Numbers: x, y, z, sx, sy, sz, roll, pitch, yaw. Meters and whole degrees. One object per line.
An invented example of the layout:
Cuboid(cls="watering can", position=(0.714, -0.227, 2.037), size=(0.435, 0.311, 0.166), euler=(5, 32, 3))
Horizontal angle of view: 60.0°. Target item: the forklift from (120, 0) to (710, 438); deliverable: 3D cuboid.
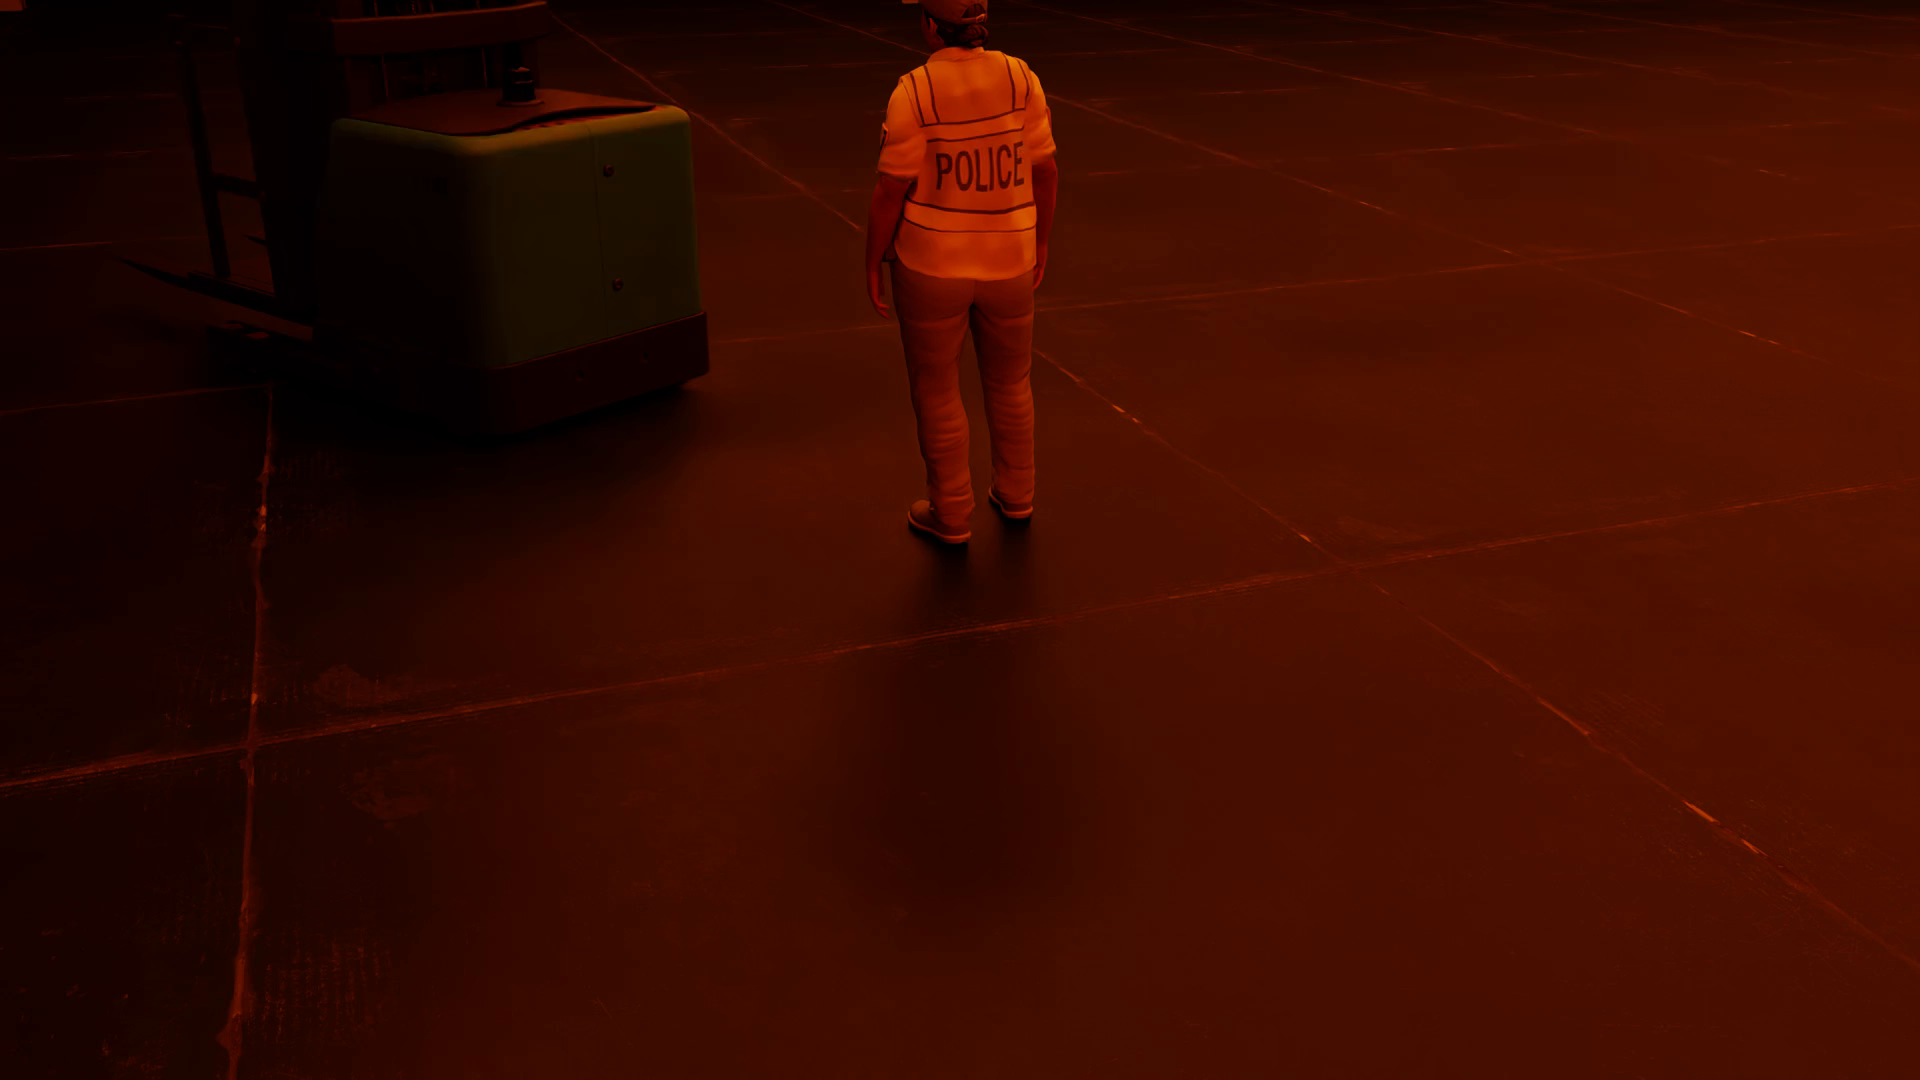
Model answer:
Cuboid(cls="forklift", position=(-2.434, -2.160, 6.435), size=(3.031, 2.935, 1.130), euler=(18, 28, 36))

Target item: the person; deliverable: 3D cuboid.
Cuboid(cls="person", position=(-0.005, -0.807, 4.827), size=(0.598, 1.670, 0.529), euler=(-8, 24, -18))
